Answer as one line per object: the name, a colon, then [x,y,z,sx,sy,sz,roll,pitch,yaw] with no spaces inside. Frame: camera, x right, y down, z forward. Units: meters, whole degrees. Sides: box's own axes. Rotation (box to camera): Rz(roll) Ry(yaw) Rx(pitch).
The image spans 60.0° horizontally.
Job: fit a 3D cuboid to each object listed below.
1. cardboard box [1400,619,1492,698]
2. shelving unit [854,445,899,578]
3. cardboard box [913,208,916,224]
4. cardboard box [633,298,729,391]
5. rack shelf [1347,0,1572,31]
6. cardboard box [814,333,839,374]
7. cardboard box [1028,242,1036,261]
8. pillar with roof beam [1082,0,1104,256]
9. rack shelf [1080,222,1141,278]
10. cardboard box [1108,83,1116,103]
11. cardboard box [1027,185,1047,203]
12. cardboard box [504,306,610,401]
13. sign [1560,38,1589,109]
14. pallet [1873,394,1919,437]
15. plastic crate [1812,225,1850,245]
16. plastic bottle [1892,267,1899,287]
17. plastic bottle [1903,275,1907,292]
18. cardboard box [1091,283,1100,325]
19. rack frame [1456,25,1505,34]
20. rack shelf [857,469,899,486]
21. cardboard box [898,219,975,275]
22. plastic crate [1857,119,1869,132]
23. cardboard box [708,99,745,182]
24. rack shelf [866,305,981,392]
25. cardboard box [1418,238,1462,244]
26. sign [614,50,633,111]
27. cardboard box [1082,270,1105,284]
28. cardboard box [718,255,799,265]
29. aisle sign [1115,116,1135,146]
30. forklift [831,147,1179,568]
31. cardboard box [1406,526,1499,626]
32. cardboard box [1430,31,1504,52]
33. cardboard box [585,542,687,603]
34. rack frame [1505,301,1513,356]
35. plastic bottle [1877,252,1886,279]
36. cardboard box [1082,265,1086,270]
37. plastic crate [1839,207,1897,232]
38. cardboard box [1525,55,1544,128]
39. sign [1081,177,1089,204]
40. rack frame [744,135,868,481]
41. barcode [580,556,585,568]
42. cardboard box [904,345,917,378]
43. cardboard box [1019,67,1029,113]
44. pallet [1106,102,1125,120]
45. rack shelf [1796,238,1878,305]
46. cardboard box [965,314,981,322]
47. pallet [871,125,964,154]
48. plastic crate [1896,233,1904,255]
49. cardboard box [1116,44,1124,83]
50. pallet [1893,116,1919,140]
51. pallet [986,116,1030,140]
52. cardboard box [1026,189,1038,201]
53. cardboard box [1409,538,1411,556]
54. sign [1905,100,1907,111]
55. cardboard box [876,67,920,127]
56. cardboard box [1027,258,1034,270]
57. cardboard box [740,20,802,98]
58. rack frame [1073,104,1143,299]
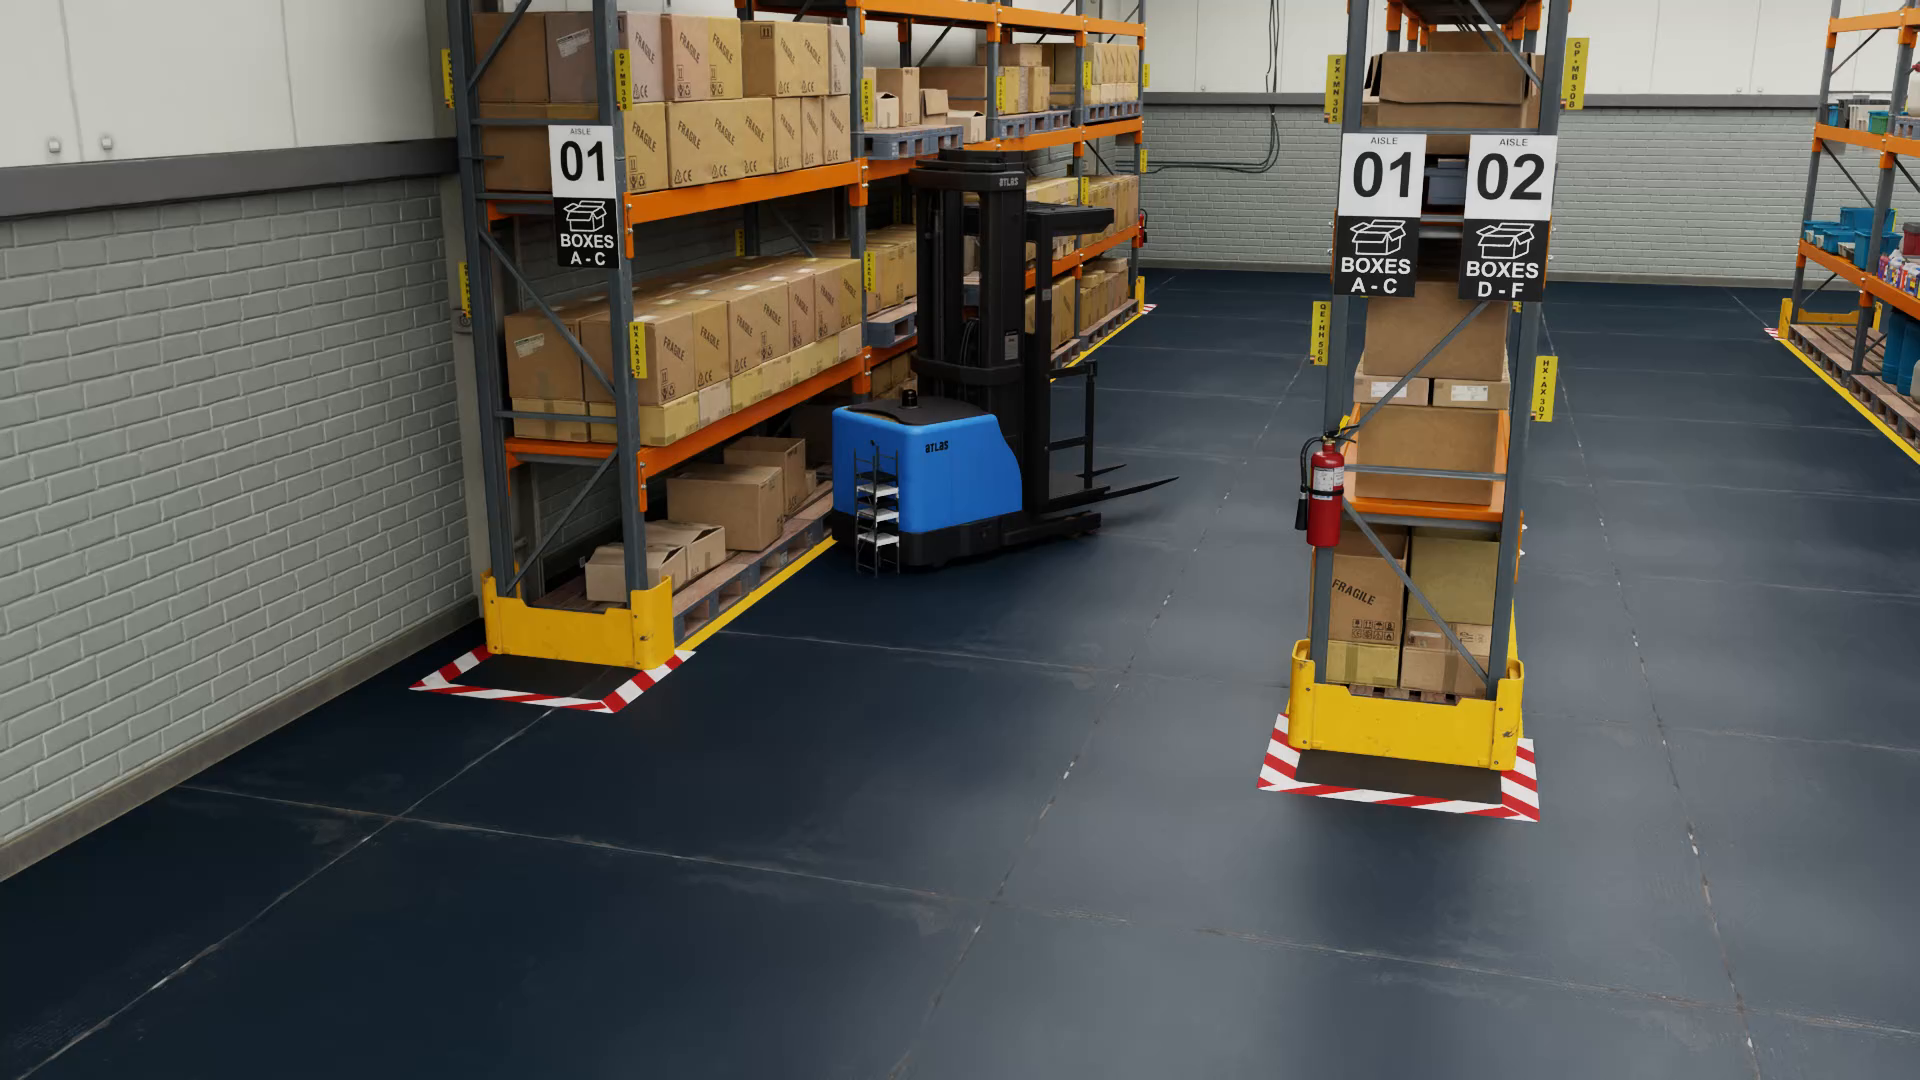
cardboard box: [2.731,0.658,9.282,0.500,0.250,0.500,5,16,16]
shelving unit: [-0.595,-0.202,11.893,0.210,0.900,0.258,-13,21,-39]
cardboard box: [-0.258,-3.210,16.470,0.380,0.149,0.250,2,16,7]
cardboard box: [-1.811,-1.251,10.607,0.500,0.500,0.500,5,16,16]
rack shelf: [2.934,-3.211,9.709,1.077,0.370,4.000,5,16,16]
cardboard box: [-1.242,-1.430,12.611,0.500,0.250,0.500,5,17,16]
cardboard box: [0.571,-3.390,18.519,0.500,0.500,0.500,5,16,16]
pillar with roof beam: [6.227,-8.235,25.370,9.100,9.000,0.400,5,16,16]
rack shelf: [1.593,-4.039,22.892,1.077,0.370,4.000,5,16,16]
cardboard box: [1.771,-5.911,21.996,0.500,0.250,0.500,4,16,14]
cardboard box: [0.694,-3.882,18.880,0.500,0.250,0.500,4,16,15]
cardboard box: [-2.455,-1.161,10.289,0.500,0.500,0.500,4,16,15]
sign: [2.896,-2.197,7.833,0.100,0.325,0.005,5,16,16]
pallet: [9.919,-1.234,16.792,1.003,0.211,1.213,5,16,16]
plastic crate: [11.087,-3.878,21.200,0.416,0.233,0.300,5,16,16]
plastic bottle: [9.836,-2.758,17.418,0.097,0.201,0.097,0,16,0]
plastic bottle: [9.704,-2.636,16.992,0.097,0.201,0.097,0,16,0]
cardboard box: [1.482,-3.181,22.357,0.700,0.500,0.500,4,16,15]
rack frame: [6.912,-7.412,22.469,1.000,3.000,0.127,5,16,16]
rack shelf: [-0.595,-0.430,11.828,0.200,0.077,0.258,-13,21,-39]
cardboard box: [-0.236,-2.952,16.750,0.700,0.500,0.500,3,16,9]
plastic crate: [10.520,-4.773,19.145,0.293,0.136,0.466,5,16,16]
cardboard box: [-1.720,-2.566,10.661,0.500,0.500,0.500,5,17,18]
rack shelf: [-0.680,-1.946,15.513,1.077,0.370,4.000,5,16,16]
cardboard box: [3.097,-1.679,10.690,0.700,0.500,0.500,5,16,16]
sign: [-1.865,-2.544,9.204,0.100,0.325,0.005,5,16,16]
cardboard box: [1.756,-3.574,22.554,0.380,0.149,0.250,4,16,14]
cardboard box: [-1.582,-1.961,13.109,0.500,0.500,0.500,4,16,15]
aisle sign: [2.470,-6.155,24.269,0.394,0.787,0.004,5,16,16]
forklift: [0.472,-1.522,12.823,3.031,2.935,1.130,-13,21,-39]
cardboard box: [2.871,0.166,9.641,0.500,0.500,0.500,5,16,16]
cardboard box: [3.715,-3.478,12.229,0.500,0.500,0.500,5,17,17]
cardboard box: [-2.102,0.185,10.801,0.500,0.311,0.500,3,16,10]
rack frame: [3.502,-1.386,12.219,1.000,3.000,0.127,5,16,16]
plastic bottle: [10.010,-2.975,18.035,0.061,0.283,0.133,5,16,16]
cardboard box: [1.544,-3.746,23.161,0.380,0.149,0.250,5,17,16]
plastic crate: [11.744,-4.084,21.557,0.616,0.435,0.499,5,16,16]
cardboard box: [3.099,-2.513,9.488,0.500,0.500,0.500,5,16,16]
sign: [1.548,-4.342,20.663,0.100,0.325,0.005,5,16,16]
rack frame: [-1.249,-1.769,13.570,1.000,3.000,0.127,5,16,16]
barcode: [-2.481,0.145,10.926,0.001,0.075,0.075,5,16,16]
cardboard box: [-0.630,-1.714,15.776,0.500,0.250,0.500,5,16,16]
cardboard box: [0.370,-5.067,18.709,0.700,0.500,0.500,5,16,16]
pallet: [1.616,-5.794,22.426,1.003,0.211,1.213,5,16,16]
rack shelf: [11.092,-3.271,20.184,1.077,0.370,4.000,5,16,16]
cardboard box: [0.223,-2.166,18.138,0.750,0.750,0.750,4,16,15]
pallet: [-0.679,-3.547,14.684,1.213,0.211,1.003,5,16,16]
plastic crate: [11.134,-3.451,19.607,0.437,0.282,0.530,5,16,16]
cardboard box: [1.922,-6.411,22.385,0.500,0.500,0.500,4,16,13]
pallet: [10.394,-4.234,17.107,1.213,0.211,1.003,5,16,16]
pallet: [0.020,-4.341,17.485,1.213,0.211,1.003,5,17,18]
cardboard box: [0.555,-3.748,18.407,0.500,0.250,0.500,5,17,16]
cardboard box: [2.786,0.093,11.273,0.500,0.250,0.500,5,16,16]
sign: [12.192,-5.495,21.400,0.100,0.325,0.005,5,16,16]
cardboard box: [-0.666,-3.922,14.710,0.500,0.500,0.500,4,16,14]
cardboard box: [0.629,-3.175,18.950,0.380,0.149,0.250,5,17,16]
cardboard box: [-1.415,-3.317,11.479,0.500,0.500,0.500,4,16,14]
rack frame: [2.162,-4.909,24.639,1.000,3.000,0.127,5,16,16]
